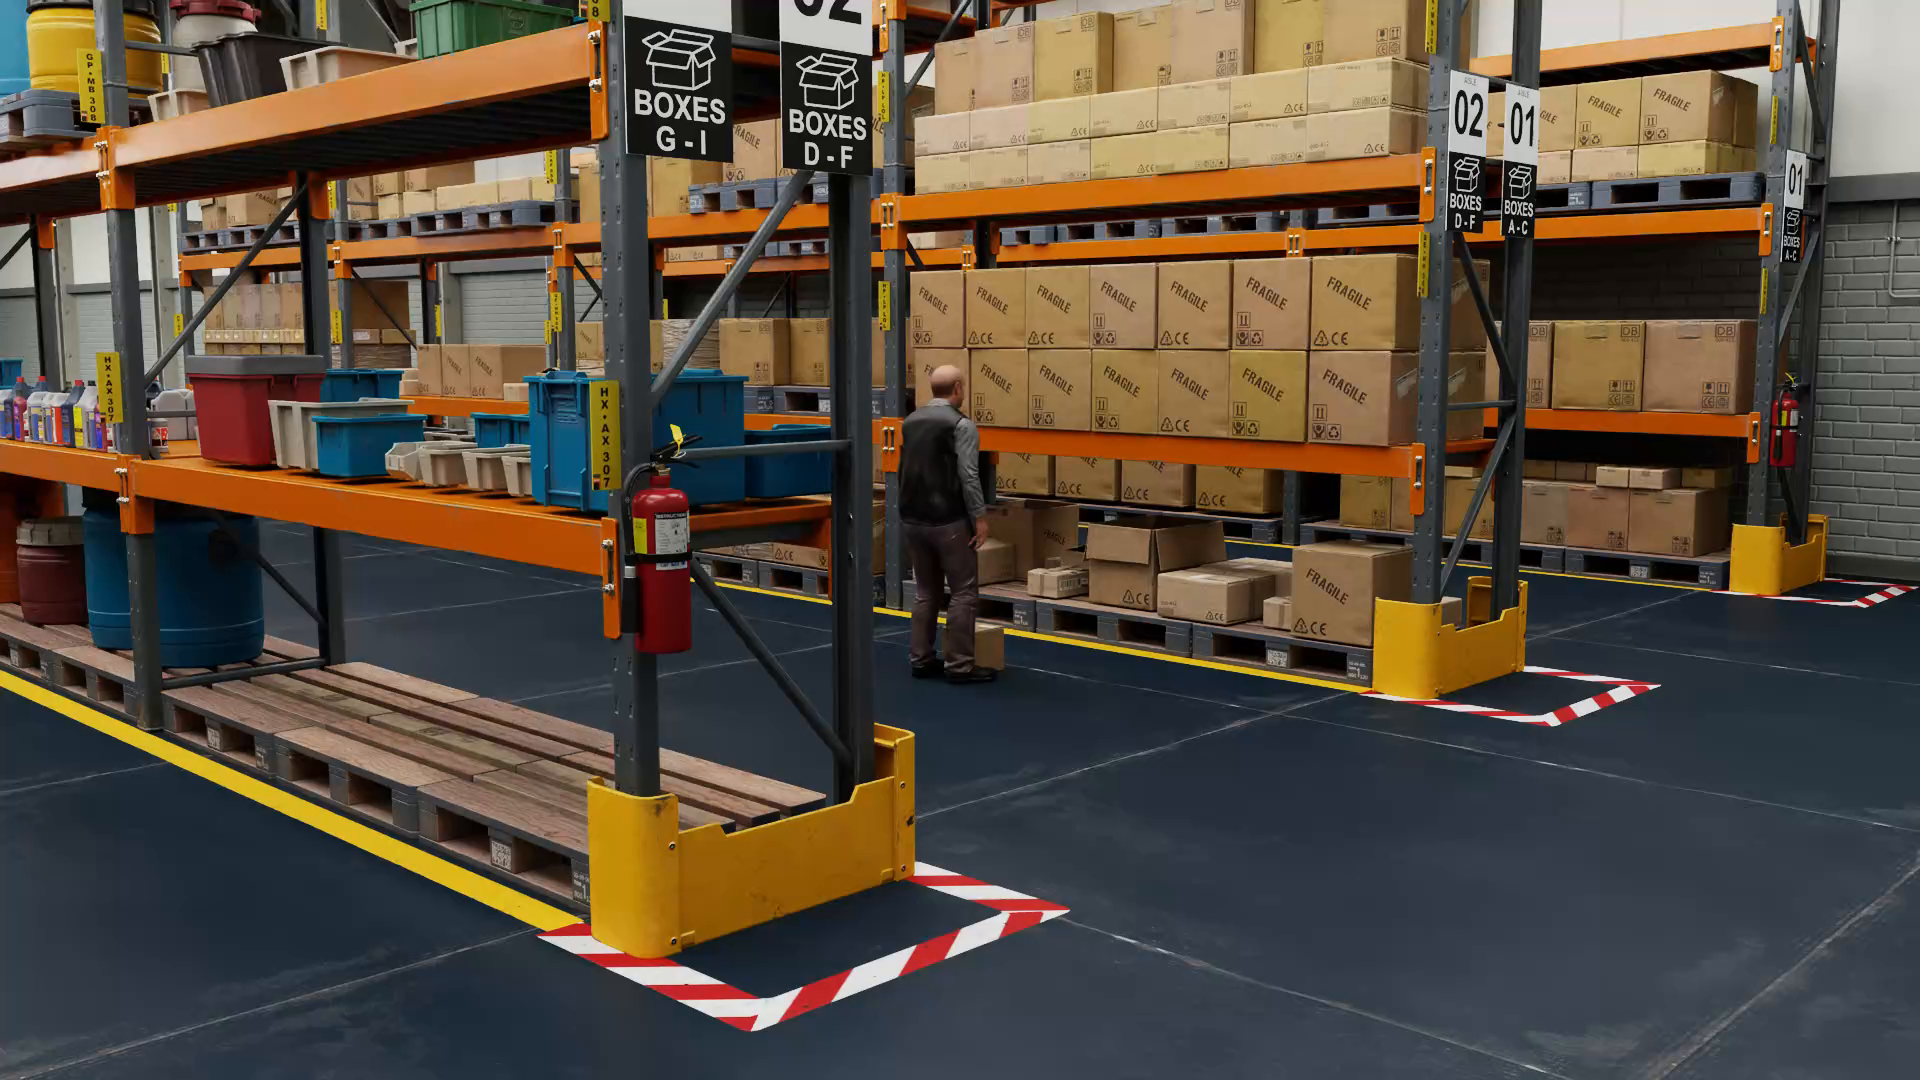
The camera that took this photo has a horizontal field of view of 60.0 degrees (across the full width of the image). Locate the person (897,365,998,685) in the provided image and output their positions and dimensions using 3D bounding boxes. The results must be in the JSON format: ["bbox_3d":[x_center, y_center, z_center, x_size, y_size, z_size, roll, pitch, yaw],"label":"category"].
[{"bbox_3d":[-0.110,-0.092,9.102,0.580,1.721,0.414,7,10,43],"label":"person"}]
